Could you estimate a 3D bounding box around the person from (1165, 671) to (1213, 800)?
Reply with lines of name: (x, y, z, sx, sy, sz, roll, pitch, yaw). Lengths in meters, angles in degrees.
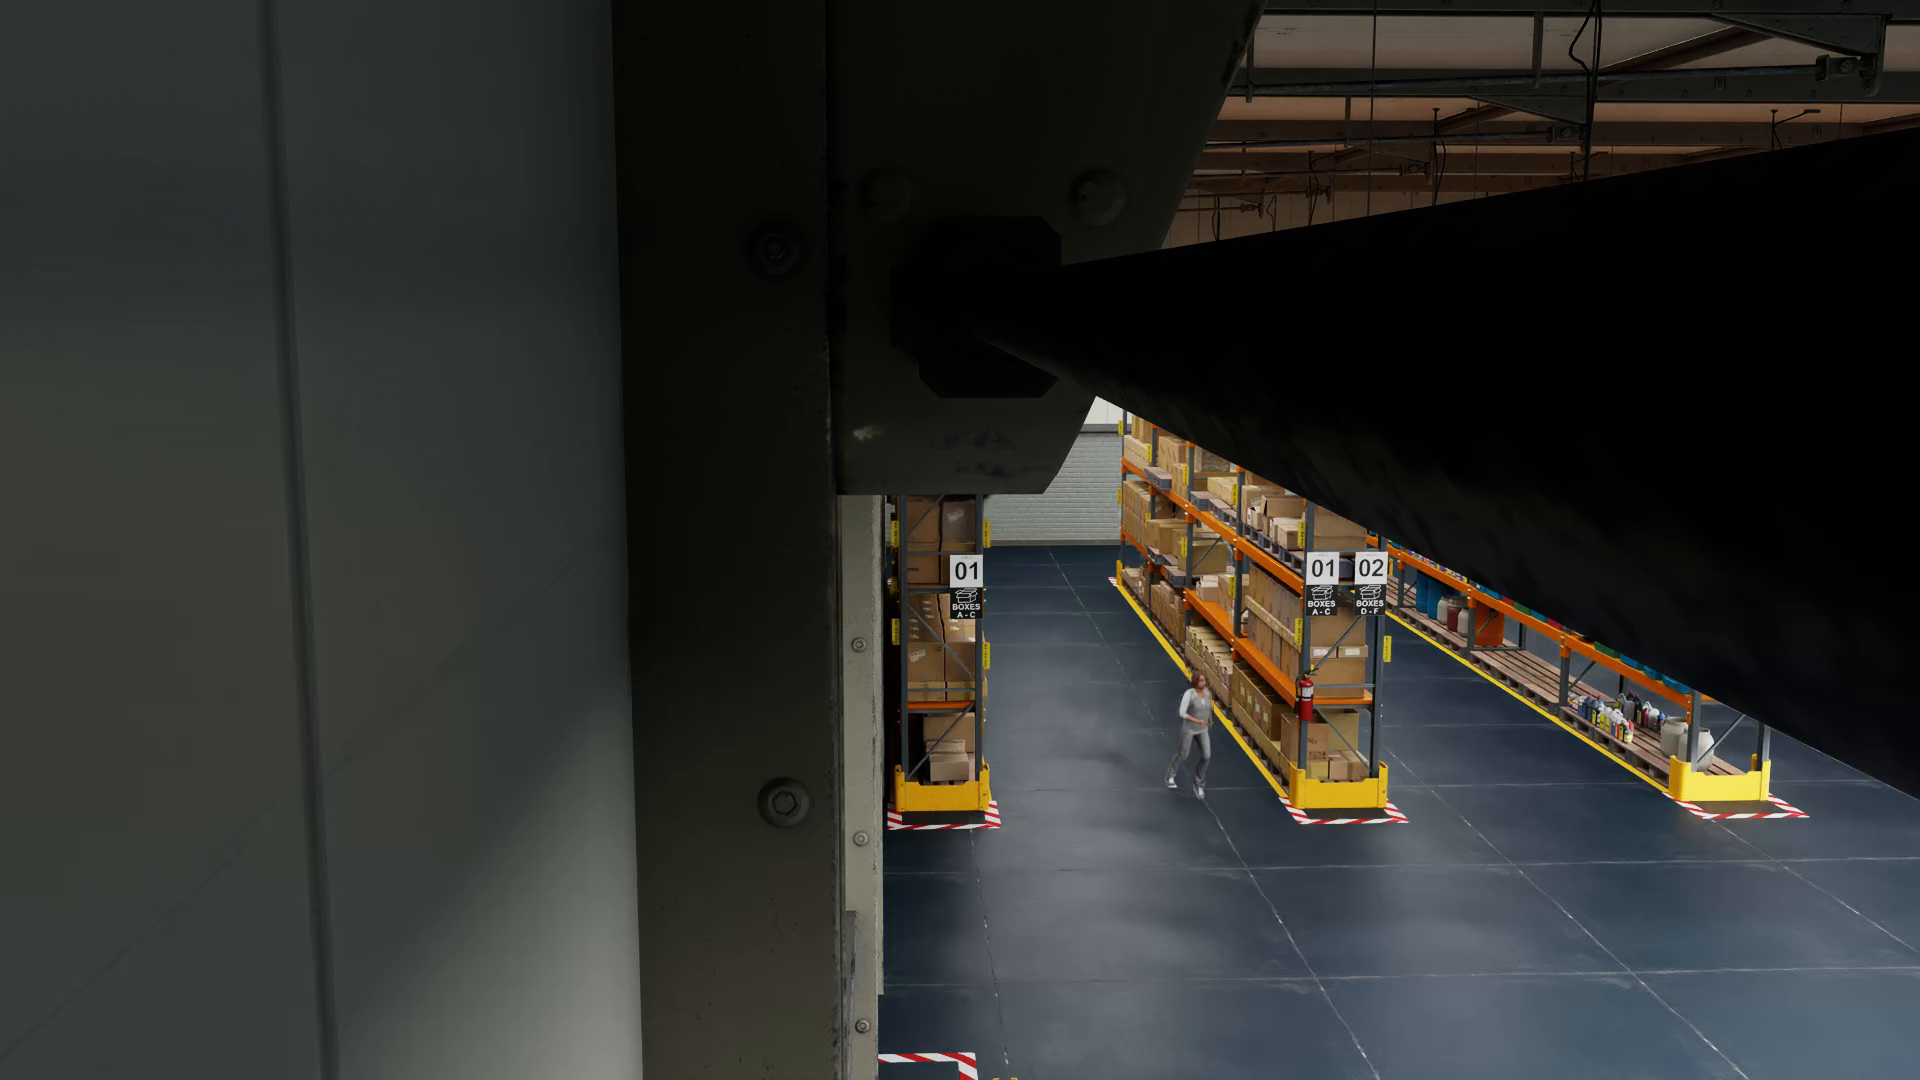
person: (2.989, 2.460, 21.131, 0.582, 1.652, 0.704, -4, 9, -24)

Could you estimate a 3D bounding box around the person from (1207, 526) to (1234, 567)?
person: (5.722, 0.046, 36.813, 0.702, 1.802, 0.813, -8, 12, -44)
